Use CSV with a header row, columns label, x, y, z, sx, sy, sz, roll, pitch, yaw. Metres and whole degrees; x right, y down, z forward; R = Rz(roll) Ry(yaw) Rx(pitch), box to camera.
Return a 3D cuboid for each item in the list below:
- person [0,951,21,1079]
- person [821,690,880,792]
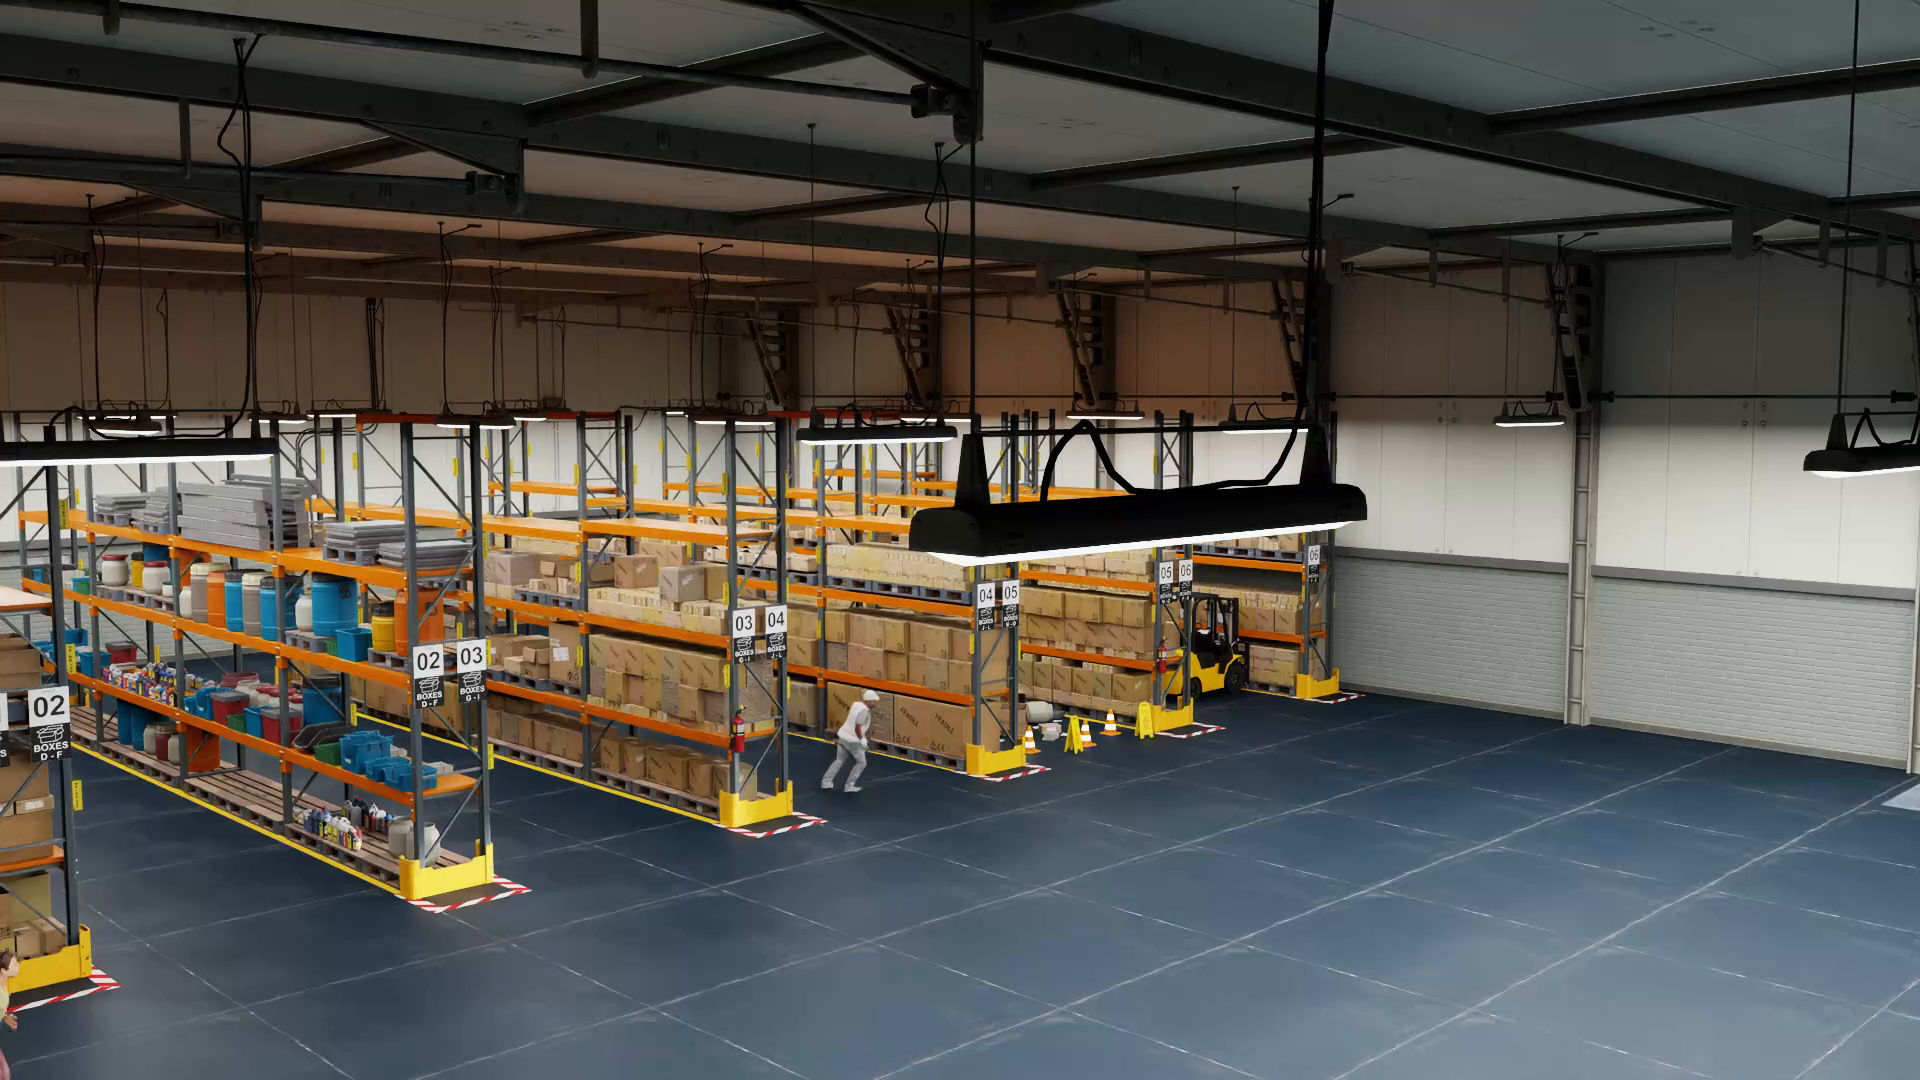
label,x,y,z,sx,sy,sz,roll,pitch,yaw
person,-8.407,4.324,14.178,0.749,1.606,0.581,-2,5,-24
person,-1.742,3.214,26.589,0.859,1.637,0.716,-3,6,-29
